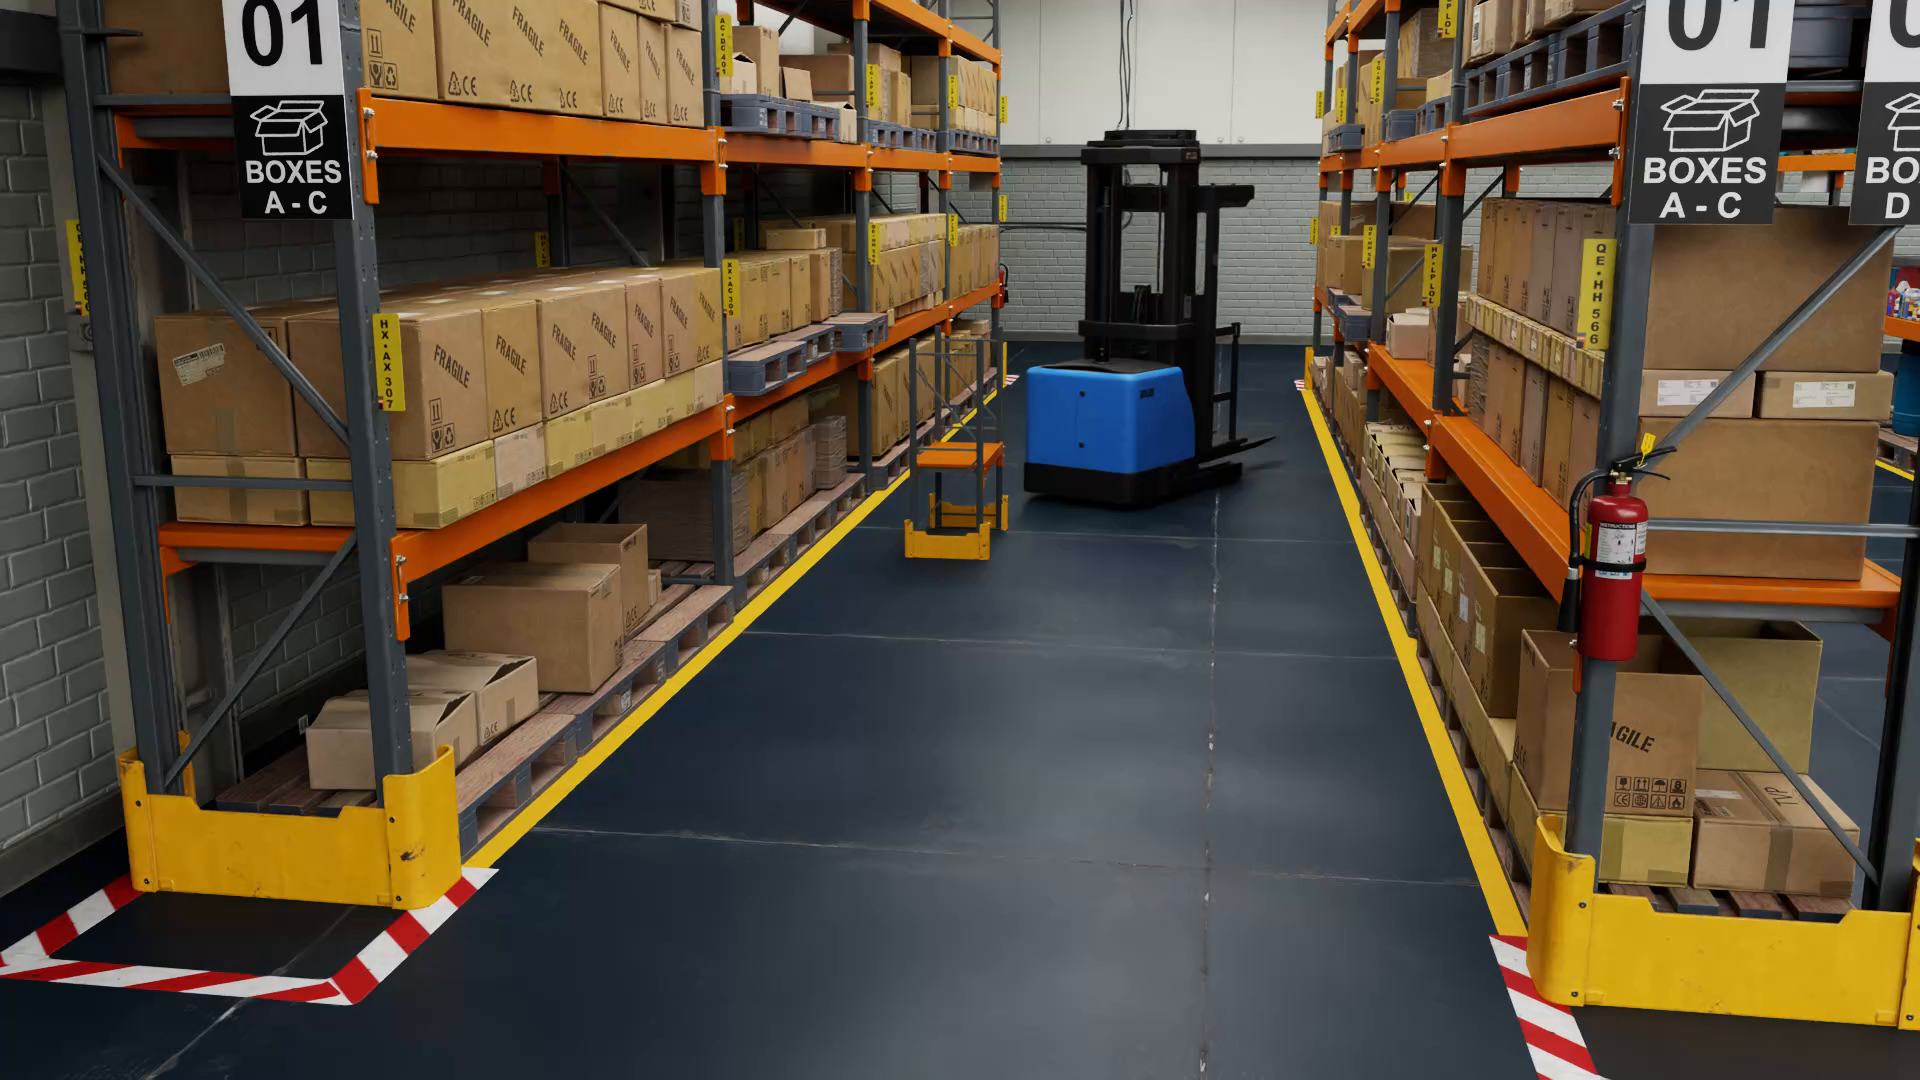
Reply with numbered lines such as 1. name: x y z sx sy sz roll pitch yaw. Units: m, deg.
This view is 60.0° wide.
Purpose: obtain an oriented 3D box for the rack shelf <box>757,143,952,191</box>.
1. rack shelf: -0.920 -3.387 15.176 1.077 0.370 4.000 2 12 9

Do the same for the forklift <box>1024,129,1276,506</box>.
1. forklift: 1.781 -1.957 14.117 1.130 2.935 3.031 9 15 34

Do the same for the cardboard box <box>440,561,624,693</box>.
1. cardboard box: -2.012 0.405 7.881 0.700 0.500 0.500 1 12 5

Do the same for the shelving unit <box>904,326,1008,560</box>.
1. shelving unit: -0.012 -0.717 11.762 0.587 1.500 1.083 2 12 9

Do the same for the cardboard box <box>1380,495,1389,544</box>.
1. cardboard box: 3.068 -0.138 11.043 0.500 0.250 0.500 2 12 10

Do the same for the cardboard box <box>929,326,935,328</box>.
1. cardboard box: -0.377 -2.441 19.598 0.380 0.149 0.250 2 12 9

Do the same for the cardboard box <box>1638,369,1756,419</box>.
1. cardboard box: 2.308 -0.482 5.335 0.380 0.149 0.250 2 12 8

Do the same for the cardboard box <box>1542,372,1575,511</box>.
1. cardboard box: 2.680 -0.389 6.441 0.700 0.500 0.500 2 12 9

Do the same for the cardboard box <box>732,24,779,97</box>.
1. cardboard box: -1.490 -3.112 10.958 0.500 0.500 0.500 1 12 7

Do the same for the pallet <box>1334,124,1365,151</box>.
1. pallet: 3.957 -3.554 14.689 1.213 0.211 1.003 2 12 9

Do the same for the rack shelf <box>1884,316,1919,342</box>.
1. rack shelf: 8.869 -1.600 14.003 1.077 0.370 4.000 2 12 9

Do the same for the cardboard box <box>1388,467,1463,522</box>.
1. cardboard box: 2.985 -0.305 10.486 0.500 0.311 0.500 2 12 8

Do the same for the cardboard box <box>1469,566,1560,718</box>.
1. cardboard box: 2.365 0.412 6.713 0.500 0.500 0.500 2 12 9

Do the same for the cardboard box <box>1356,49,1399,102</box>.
1. cardboard box: 4.320 -4.635 16.651 0.700 0.500 0.500 2 12 9

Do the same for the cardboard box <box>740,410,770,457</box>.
1. cardboard box: -1.605 -0.737 11.402 0.500 0.250 0.500 2 12 7

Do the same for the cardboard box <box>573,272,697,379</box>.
1. cardboard box: -1.681 -1.114 8.570 0.500 0.500 0.500 2 12 8

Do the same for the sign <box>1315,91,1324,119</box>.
1. sign: 4.362 -5.273 20.144 0.100 0.325 0.005 2 12 9

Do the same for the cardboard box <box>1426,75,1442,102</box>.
1. cardboard box: 3.654 -3.198 11.952 0.500 0.250 0.500 1 12 4

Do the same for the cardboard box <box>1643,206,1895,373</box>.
1. cardboard box: 2.530 -0.822 5.369 0.700 0.500 0.500 2 12 9

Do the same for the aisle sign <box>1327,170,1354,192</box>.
1. aisle sign: 4.619 -4.656 20.307 0.394 0.787 0.004 2 12 9

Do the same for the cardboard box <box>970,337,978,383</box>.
1. cardboard box: -0.159 -2.147 19.771 0.700 0.500 0.500 1 12 7

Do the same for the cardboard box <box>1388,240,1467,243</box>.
1. cardboard box: 4.072 -2.413 14.837 0.700 0.500 0.500 -1 12 -6

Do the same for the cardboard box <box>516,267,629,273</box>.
1. cardboard box: -2.121 -1.235 9.133 0.500 0.500 0.500 2 12 7

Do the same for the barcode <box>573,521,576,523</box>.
1. barcode: -2.163 -0.068 9.319 0.001 0.075 0.075 2 12 9

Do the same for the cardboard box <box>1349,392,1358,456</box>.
1. cardboard box: 3.660 -0.999 14.399 0.500 0.500 0.500 1 12 7

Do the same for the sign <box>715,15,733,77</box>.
1. sign: -1.305 -2.726 9.176 0.100 0.325 0.005 2 12 9

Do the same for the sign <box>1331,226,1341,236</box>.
1. sign: 3.746 -2.968 16.590 0.100 0.325 0.005 2 12 9

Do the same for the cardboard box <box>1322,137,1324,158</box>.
1. cardboard box: 4.568 -4.656 19.713 0.500 0.250 0.500 2 12 9

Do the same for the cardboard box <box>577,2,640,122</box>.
1. cardboard box: -1.814 -2.214 7.740 0.500 0.500 0.500 1 12 6

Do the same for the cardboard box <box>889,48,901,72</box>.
1. cardboard box: -0.877 -4.606 16.066 0.500 0.250 0.500 3 12 13

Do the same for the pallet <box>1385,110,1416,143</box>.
1. pallet: 3.652 -2.926 11.779 1.213 0.211 1.003 2 12 11

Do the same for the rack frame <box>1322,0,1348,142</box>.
1. rack frame: 4.898 -6.294 19.839 1.000 3.000 0.127 2 12 9

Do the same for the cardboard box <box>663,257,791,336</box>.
1. cardboard box: -1.567 -1.646 11.230 0.700 0.500 0.500 4 13 16

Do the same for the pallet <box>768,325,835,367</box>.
1. pallet: -1.491 -1.349 11.587 1.003 0.211 1.213 2 12 9

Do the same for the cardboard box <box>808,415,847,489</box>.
1. cardboard box: -1.287 -0.697 12.998 0.700 0.500 0.500 2 12 9

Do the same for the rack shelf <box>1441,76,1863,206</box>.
1. rack shelf: 2.745 -1.562 6.708 1.077 0.370 4.000 2 12 9

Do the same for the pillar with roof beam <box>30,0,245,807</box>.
1. pillar with roof beam: 1.049 -3.157 5.284 9.100 9.000 0.400 2 12 9

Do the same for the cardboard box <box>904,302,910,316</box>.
1. cardboard box: -0.675 -2.178 15.528 0.380 0.149 0.250 2 12 10

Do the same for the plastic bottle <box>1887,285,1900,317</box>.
1. plastic bottle: 8.679 -2.220 15.452 0.061 0.283 0.133 2 12 9

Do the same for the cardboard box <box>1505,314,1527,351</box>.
1. cardboard box: 2.626 -0.911 7.325 0.380 0.149 0.250 2 12 7

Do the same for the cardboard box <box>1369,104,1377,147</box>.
1. cardboard box: 3.780 -3.409 13.336 0.910 0.500 0.500 2 12 9

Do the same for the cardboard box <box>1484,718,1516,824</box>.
1. cardboard box: 2.293 0.882 6.309 0.500 0.250 0.500 2 12 9

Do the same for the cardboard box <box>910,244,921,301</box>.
1. cardboard box: -0.660 -2.473 15.359 0.500 0.500 0.500 2 12 10

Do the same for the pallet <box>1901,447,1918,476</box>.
1. pallet: 8.832 -0.590 14.232 1.003 0.211 1.213 2 12 9

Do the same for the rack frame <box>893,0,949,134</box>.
1. rack frame: -0.612 -5.621 16.716 1.000 3.000 0.127 2 12 9

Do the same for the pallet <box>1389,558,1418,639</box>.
1. pallet: 3.128 0.345 9.891 1.003 0.211 1.213 2 12 9

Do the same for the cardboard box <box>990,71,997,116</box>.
1. cardboard box: 0.160 -5.374 20.030 0.500 0.500 0.500 2 12 8

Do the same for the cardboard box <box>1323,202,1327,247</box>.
1. cardboard box: 4.415 -3.602 18.978 0.500 0.500 0.500 2 12 9

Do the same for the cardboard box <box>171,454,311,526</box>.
1. cardboard box: -2.577 -0.231 6.252 0.500 0.250 0.500 2 12 9

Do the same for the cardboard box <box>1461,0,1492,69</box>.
1. cardboard box: 2.715 -2.556 8.047 0.500 0.500 0.500 3 13 13

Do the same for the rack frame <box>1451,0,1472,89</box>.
1. rack frame: 3.053 -3.796 8.248 1.000 3.000 0.127 2 12 9

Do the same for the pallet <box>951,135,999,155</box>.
1. pallet: -0.101 -4.789 20.187 1.003 0.211 1.213 2 12 9

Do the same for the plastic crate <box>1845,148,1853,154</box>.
1. plastic crate: 9.002 -3.952 16.488 0.416 0.233 0.300 2 12 9

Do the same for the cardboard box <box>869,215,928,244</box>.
1. cardboard box: -0.598 -2.941 15.751 0.500 0.250 0.500 2 12 10

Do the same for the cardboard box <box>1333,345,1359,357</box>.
1. cardboard box: 4.567 -1.915 18.639 0.797 0.503 0.637 2 12 9

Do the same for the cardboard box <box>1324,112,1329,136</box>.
1. cardboard box: 4.478 -4.796 19.179 0.500 0.250 0.500 2 12 9
